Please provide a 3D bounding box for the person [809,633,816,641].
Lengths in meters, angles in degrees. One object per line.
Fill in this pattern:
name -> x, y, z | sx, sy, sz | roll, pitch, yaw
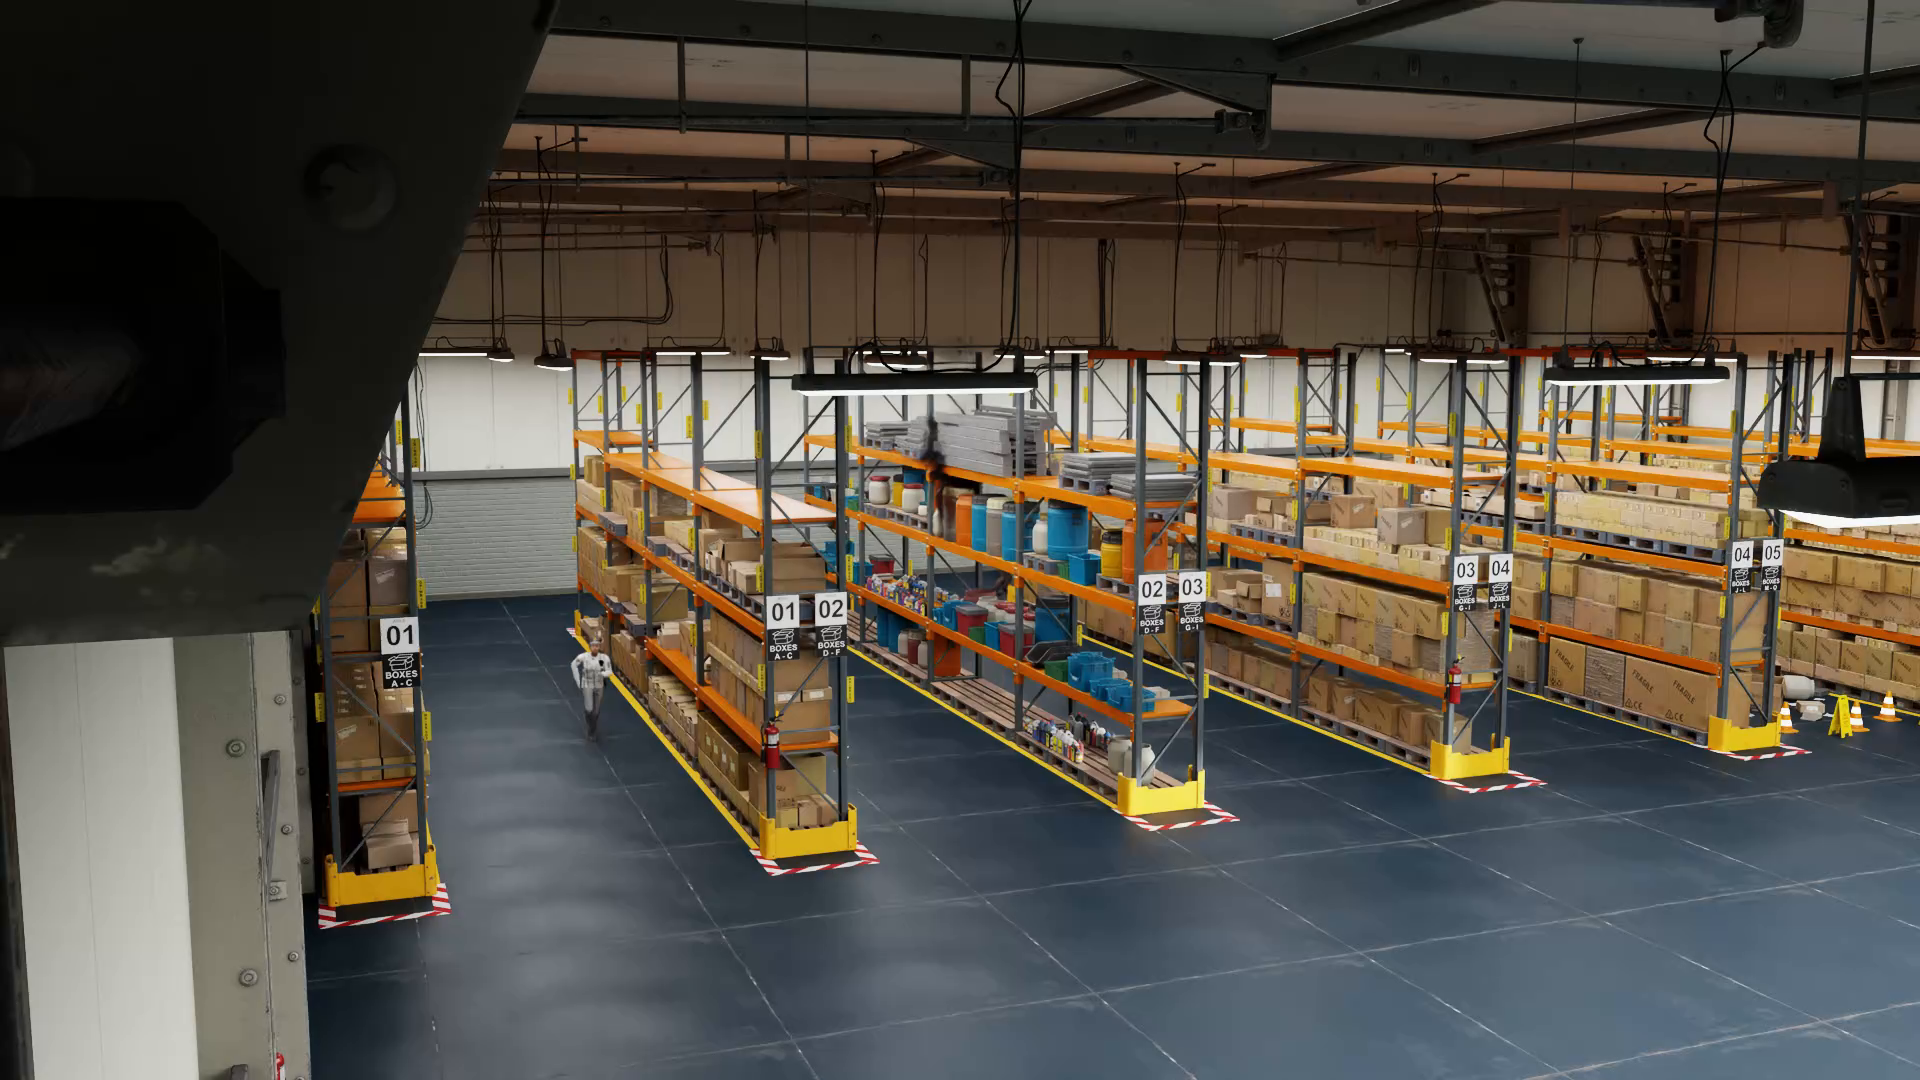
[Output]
person -> -2.757, 1.543, 31.764 | 0.707, 1.727, 0.650 | -3, 8, -21

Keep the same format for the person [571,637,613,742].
person -> -5.687, 2.298, 25.774 | 0.592, 1.663, 0.737 | -3, 8, -21

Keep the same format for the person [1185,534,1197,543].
person -> 5.864, 0.335, 41.622 | 0.796, 1.688, 0.565 | -5, 9, -36

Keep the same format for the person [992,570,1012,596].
person -> 1.119, 0.547, 39.909 | 0.780, 1.719, 0.664 | 0, 7, -1
